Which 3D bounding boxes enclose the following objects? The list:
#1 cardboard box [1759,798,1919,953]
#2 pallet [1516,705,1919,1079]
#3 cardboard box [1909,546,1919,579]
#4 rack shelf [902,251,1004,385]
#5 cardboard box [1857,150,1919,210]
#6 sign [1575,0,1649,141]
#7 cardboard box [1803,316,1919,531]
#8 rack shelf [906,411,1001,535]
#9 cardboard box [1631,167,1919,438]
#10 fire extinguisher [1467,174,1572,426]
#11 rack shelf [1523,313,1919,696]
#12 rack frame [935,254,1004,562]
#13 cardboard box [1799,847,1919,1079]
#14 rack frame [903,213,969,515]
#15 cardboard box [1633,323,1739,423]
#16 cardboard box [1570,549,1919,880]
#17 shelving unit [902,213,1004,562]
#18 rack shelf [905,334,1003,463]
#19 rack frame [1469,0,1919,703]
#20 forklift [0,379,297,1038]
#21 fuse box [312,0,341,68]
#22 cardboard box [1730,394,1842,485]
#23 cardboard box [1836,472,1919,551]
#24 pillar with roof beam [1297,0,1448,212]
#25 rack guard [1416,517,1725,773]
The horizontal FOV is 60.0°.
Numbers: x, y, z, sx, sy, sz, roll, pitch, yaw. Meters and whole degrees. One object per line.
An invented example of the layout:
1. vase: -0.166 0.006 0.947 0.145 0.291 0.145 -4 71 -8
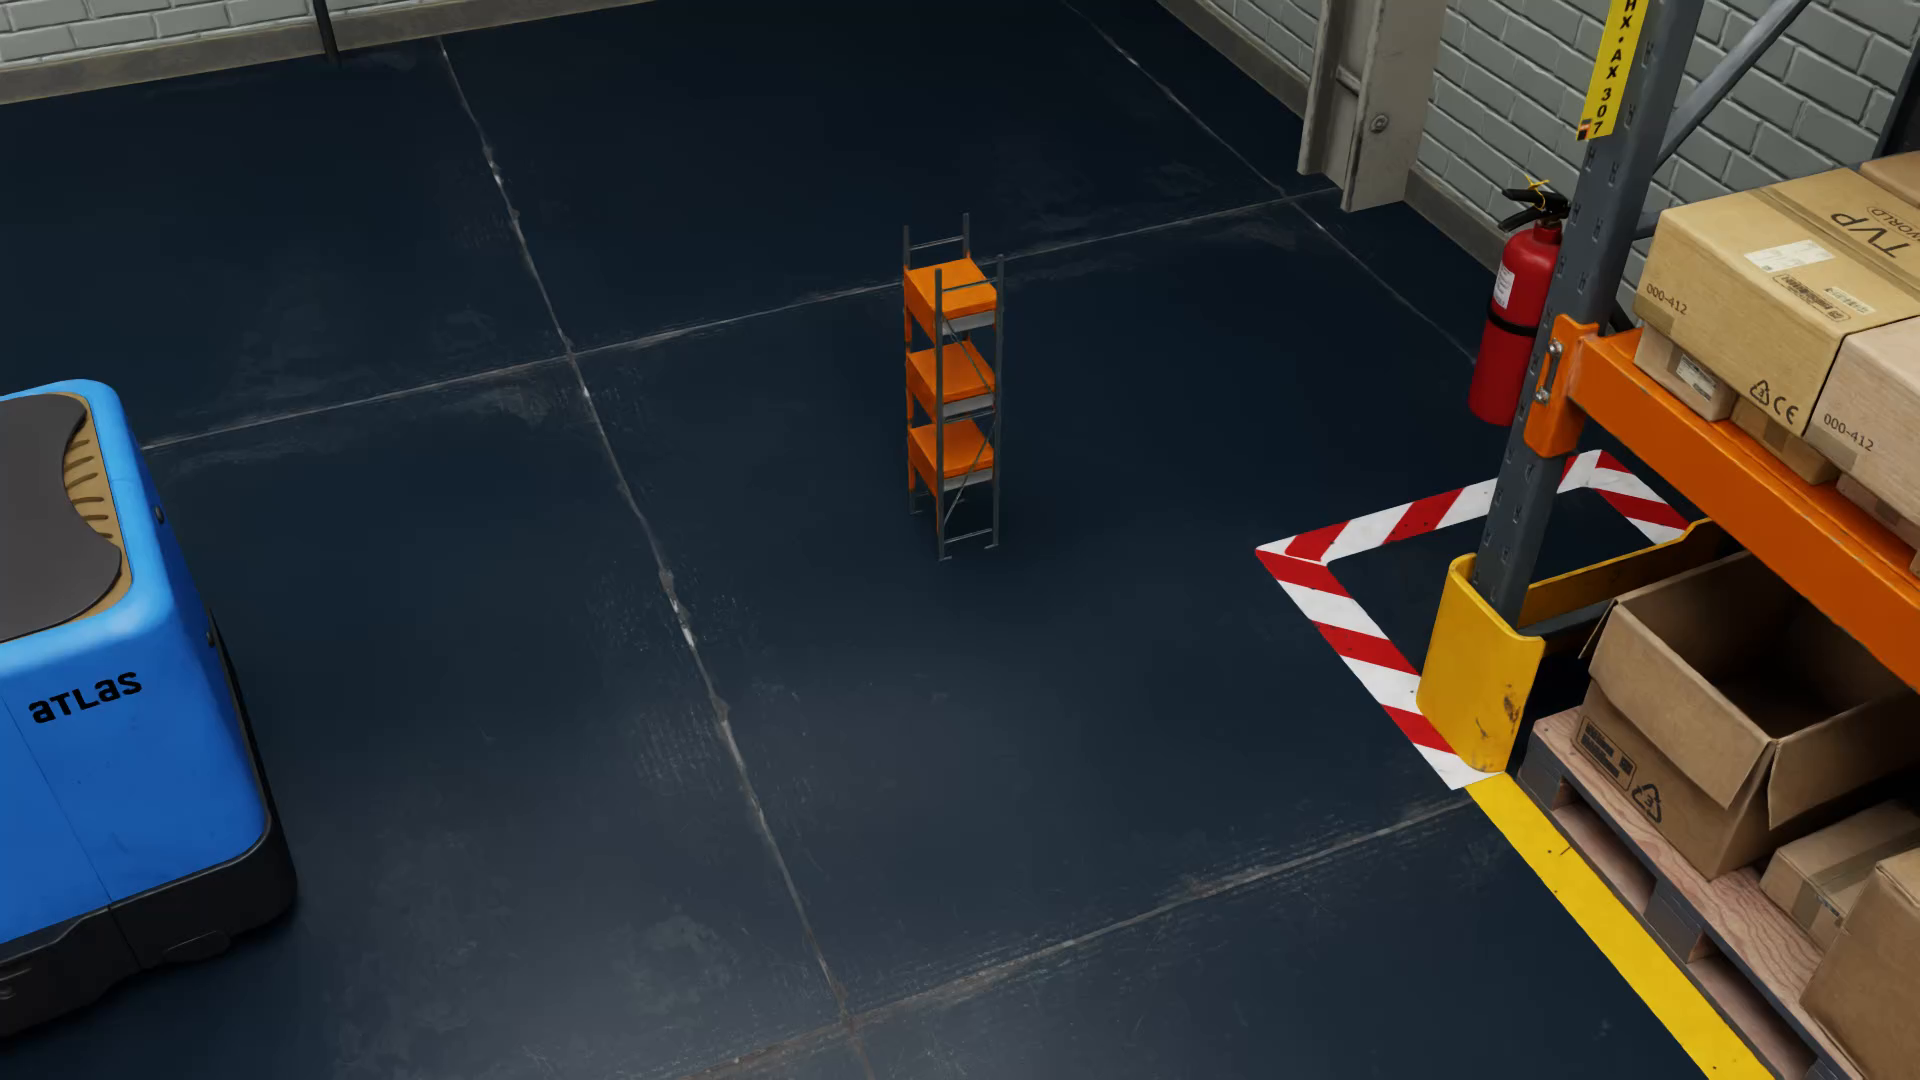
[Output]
1. cardboard box: 2.122 0.793 3.891 0.380 0.149 0.250 -17 43 -19
2. pallet: 2.184 0.797 4.161 1.003 0.211 1.213 -15 43 -17
3. cardboard box: 2.034 0.035 3.102 0.380 0.149 0.250 -14 43 -16
4. rack shelf: -0.021 -0.637 4.767 0.215 0.259 0.240 -15 43 -17
5. cardboard box: 2.270 -0.631 3.570 0.500 0.250 0.500 -14 43 -16
6. sign: 1.348 -0.979 3.424 0.100 0.325 0.005 -15 43 -17
7. cardboard box: 1.967 -0.198 3.066 0.500 0.250 0.500 -15 43 -16
8. rack shelf: -0.020 -0.212 5.133 0.215 0.259 0.240 -15 43 -17
9. cardboard box: 1.774 -0.501 3.419 0.500 0.250 0.500 -15 43 -17
10. fire extinguisher: 1.366 -0.589 3.979 0.296 0.674 0.183 -15 43 -17
11. rack shelf: 2.614 0.692 2.697 1.077 0.370 4.000 -15 43 -17
12. rack frame: 0.026 -0.357 4.860 0.200 1.050 0.008 -15 43 -17
13. cardboard box: 2.287 0.919 3.476 0.700 0.500 0.500 -13 42 -15
14. rack frame: -0.067 -0.504 5.031 0.200 1.050 0.008 -15 43 -17
15. cardboard box: 1.721 -0.424 3.636 0.380 0.149 0.250 -15 43 -17
16. cardboard box: 1.995 0.393 4.085 0.797 0.503 0.637 -17 43 -19
17. shelving unit: -0.021 -0.430 4.945 0.215 1.050 0.252 -15 43 -17
18. rack shelf: -0.021 -0.422 4.952 0.215 0.259 0.240 -15 43 -17
19. rack frame: 1.849 -0.786 3.863 1.000 3.000 0.127 -15 43 -17
20. forklift: -3.189 0.020 2.979 3.031 2.935 1.130 -20 44 -21
21. fuse box: -2.918 -2.884 7.291 0.539 1.711 0.414 -15 43 -17
22. cardboard box: 1.861 -0.283 3.471 0.380 0.149 0.250 -14 43 -16
23. cardboard box: 1.994 -0.133 3.297 0.380 0.149 0.250 -16 43 -17
24. pillar with roof beam: -2.327 -3.836 2.809 9.100 9.000 0.400 -15 43 -17
25. rack guard: 1.878 0.208 4.625 1.175 0.500 0.348 -15 43 -17
